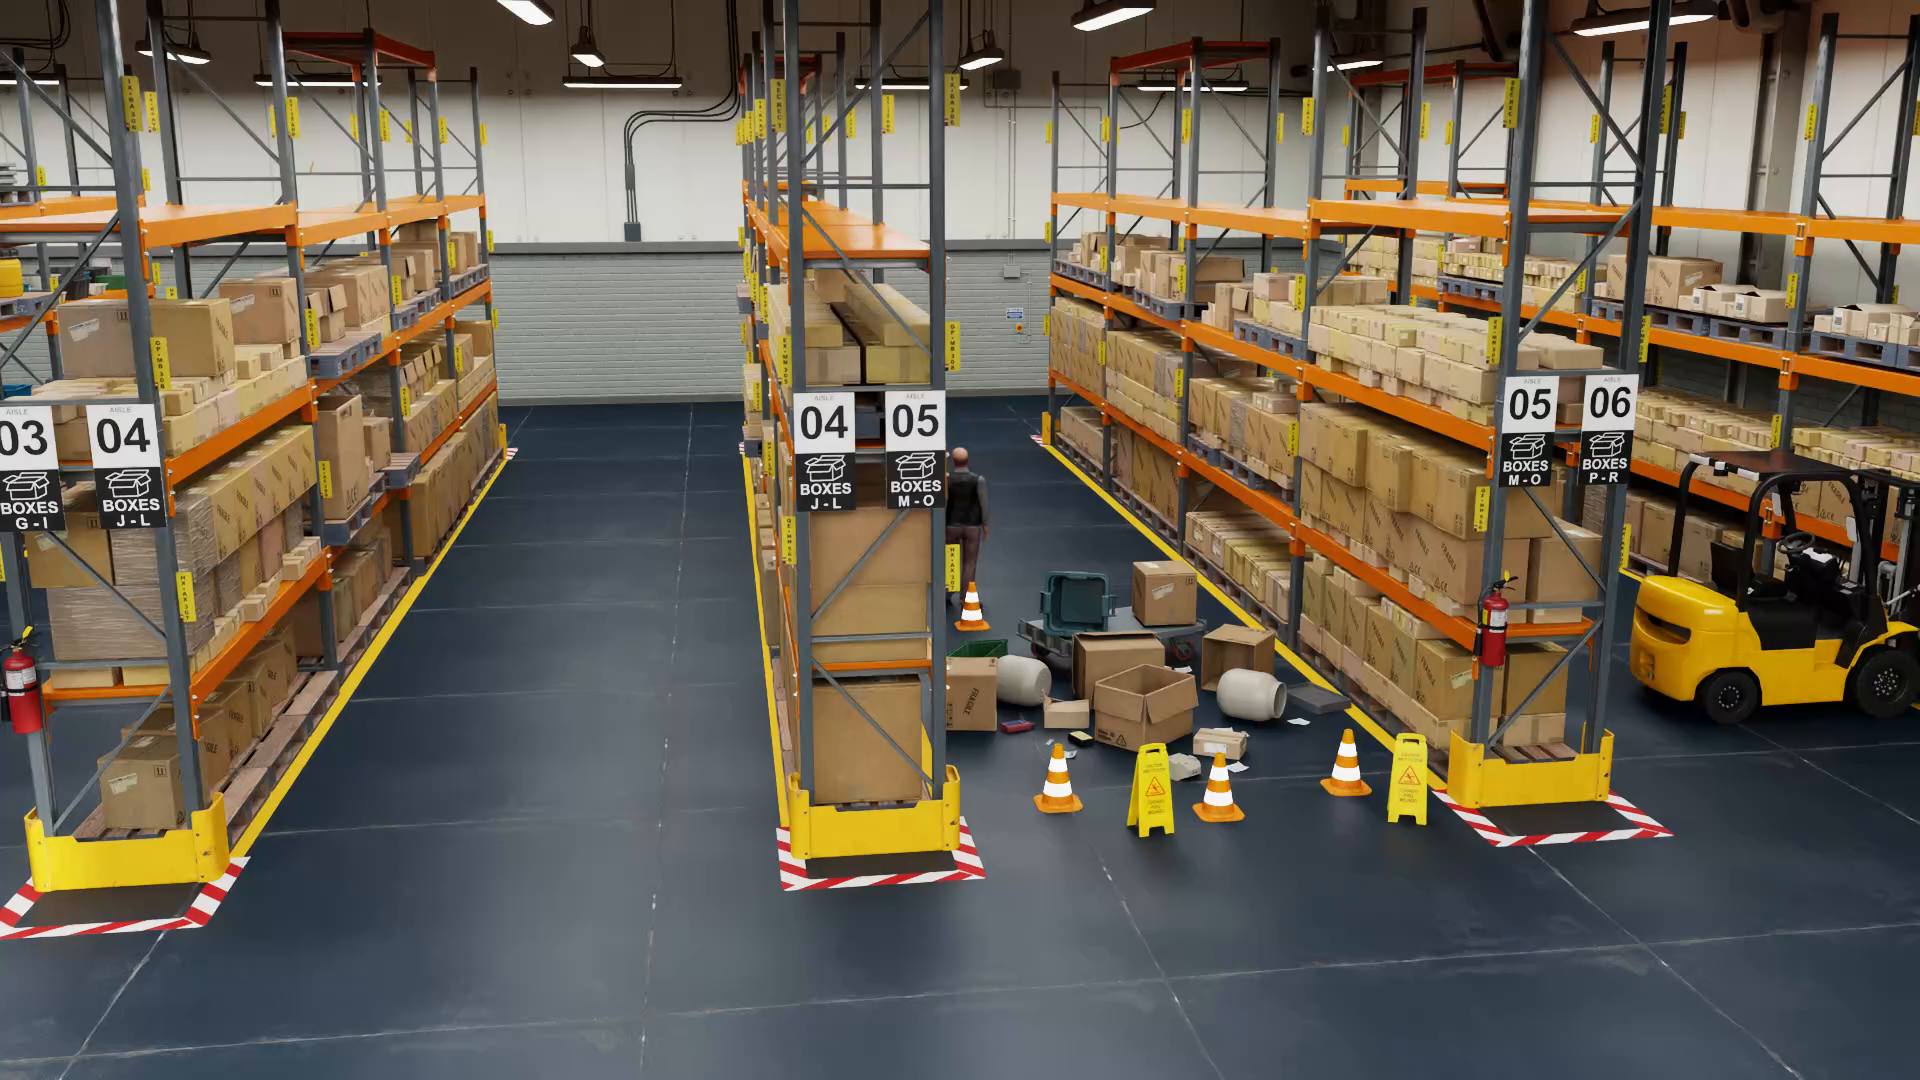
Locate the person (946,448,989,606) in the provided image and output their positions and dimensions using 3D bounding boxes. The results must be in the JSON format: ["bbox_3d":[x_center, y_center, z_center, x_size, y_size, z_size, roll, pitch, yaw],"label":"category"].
[{"bbox_3d":[0.022,-0.147,17.533,0.563,1.663,0.501,1,13,3],"label":"person"}]
